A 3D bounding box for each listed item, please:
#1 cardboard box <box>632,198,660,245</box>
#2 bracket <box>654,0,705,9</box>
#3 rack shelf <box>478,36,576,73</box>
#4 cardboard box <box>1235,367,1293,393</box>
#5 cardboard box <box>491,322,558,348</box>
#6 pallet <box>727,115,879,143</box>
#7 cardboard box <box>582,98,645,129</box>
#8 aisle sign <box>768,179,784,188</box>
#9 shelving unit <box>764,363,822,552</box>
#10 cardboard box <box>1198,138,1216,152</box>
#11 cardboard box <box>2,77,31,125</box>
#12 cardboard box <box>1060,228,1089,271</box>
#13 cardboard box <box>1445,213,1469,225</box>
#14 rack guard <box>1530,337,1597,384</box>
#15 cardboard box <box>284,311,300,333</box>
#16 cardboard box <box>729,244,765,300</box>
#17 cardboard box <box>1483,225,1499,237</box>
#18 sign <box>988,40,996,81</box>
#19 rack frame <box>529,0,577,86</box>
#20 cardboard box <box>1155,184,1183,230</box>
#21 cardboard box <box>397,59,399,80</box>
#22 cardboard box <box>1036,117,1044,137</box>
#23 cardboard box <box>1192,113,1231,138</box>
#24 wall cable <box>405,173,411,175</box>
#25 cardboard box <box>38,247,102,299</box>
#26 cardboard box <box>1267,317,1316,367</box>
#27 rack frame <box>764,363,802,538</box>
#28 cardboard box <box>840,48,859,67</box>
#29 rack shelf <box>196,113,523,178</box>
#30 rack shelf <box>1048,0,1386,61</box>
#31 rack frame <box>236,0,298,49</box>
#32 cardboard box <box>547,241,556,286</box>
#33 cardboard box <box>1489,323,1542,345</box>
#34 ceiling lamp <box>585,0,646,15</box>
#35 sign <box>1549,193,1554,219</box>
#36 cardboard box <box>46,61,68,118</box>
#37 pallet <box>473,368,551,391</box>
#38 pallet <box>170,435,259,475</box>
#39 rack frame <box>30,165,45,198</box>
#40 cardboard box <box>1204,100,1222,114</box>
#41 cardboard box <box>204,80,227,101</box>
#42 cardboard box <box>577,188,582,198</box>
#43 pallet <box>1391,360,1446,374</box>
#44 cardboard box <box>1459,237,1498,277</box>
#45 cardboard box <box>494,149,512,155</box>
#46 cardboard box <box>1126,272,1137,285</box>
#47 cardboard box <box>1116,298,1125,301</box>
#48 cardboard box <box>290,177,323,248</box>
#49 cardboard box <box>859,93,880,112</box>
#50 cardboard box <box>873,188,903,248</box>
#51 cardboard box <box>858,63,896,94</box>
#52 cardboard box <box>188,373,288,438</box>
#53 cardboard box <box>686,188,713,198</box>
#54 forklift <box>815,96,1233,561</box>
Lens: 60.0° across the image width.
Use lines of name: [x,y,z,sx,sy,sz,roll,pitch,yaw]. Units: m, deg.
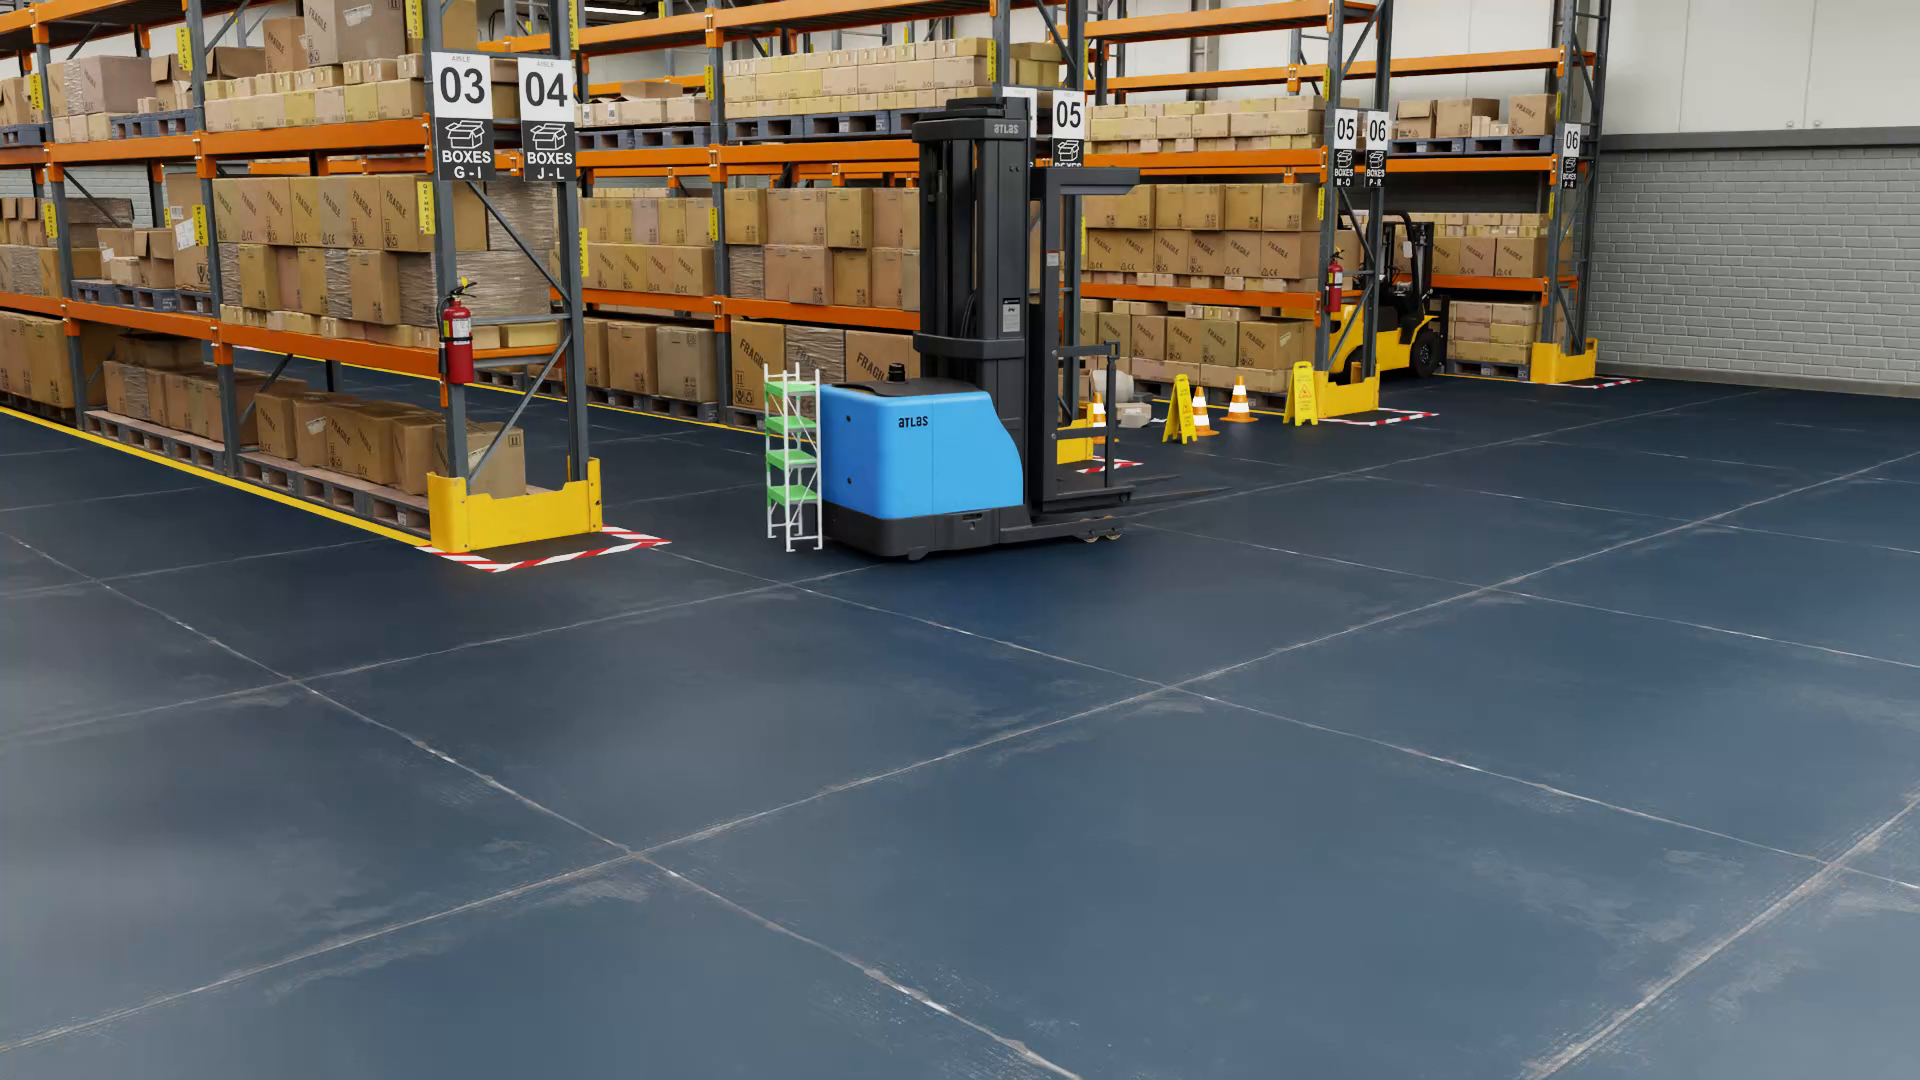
cardboard box: [-3.149,-3.492,18.201,0.700,0.500,0.500,-11,16,-42]
bracket: [-6.968,-11.520,36.107,0.076,0.066,5.218,-11,16,-43]
rack shelf: [-6.240,-5.999,21.000,1.077,0.370,4.000,-11,16,-43]
cardboard box: [3.407,-1.797,18.471,0.500,0.250,0.500,-11,16,-43]
cardboard box: [-3.015,-1.424,11.514,0.380,0.149,0.250,-11,16,-43]
pallet: [-1.539,-4.038,16.362,1.003,0.211,1.213,-11,16,-43]
cardboard box: [-3.817,-4.712,18.350,0.500,0.311,0.500,-11,16,-44]
aisle sign: [-3.545,-7.123,32.110,0.394,0.787,0.004,-11,16,-43]
shelving unit: [-1.124,-0.566,11.183,0.258,1.200,0.503,-4,12,-21]
cardboard box: [2.864,-4.404,18.541,0.250,0.149,0.380,11,16,44]
cardboard box: [-9.649,-4.557,17.373,0.500,0.500,0.500,-10,15,-40]
cardboard box: [1.517,-3.529,20.122,0.500,0.500,0.500,-11,16,-43]
cardboard box: [6.593,-4.216,21.851,0.380,0.149,0.250,-10,16,-41]
rack guard: [7.781,-2.318,21.424,1.175,0.500,0.348,-11,16,-43]
cardboard box: [-4.941,-1.681,12.760,0.380,0.149,0.250,-11,16,-43]
cardboard box: [-1.833,-2.754,16.974,0.875,0.550,0.550,-11,16,-43]
cardboard box: [6.989,-4.004,21.555,0.380,0.149,0.250,-11,16,-42]
sign: [0.264,-3.940,13.668,0.100,0.325,0.005,-11,16,-43]
rack frame: [-6.873,-8.127,28.557,1.000,3.000,0.127,-11,16,-43]
cardboard box: [2.651,-3.809,19.004,0.700,0.500,0.500,-11,16,-43]
cardboard box: [-3.503,-3.115,11.047,0.250,0.149,0.380,11,16,43]
cardboard box: [0.906,-5.104,20.648,0.500,0.250,0.500,-11,16,-44]
cardboard box: [2.920,-4.581,18.413,0.500,0.250,0.500,-10,16,-41]
wall cable: [-10.784,-6.521,33.036,0.585,1.953,0.123,-11,16,-43]
cardboard box: [-9.035,-2.727,16.965,0.500,0.500,0.500,-10,15,-41]
cardboard box: [3.803,-2.240,18.763,0.500,0.500,0.500,11,16,43]
rack frame: [-1.211,-0.611,11.406,0.240,1.200,0.015,-4,12,-21]
cardboard box: [-0.865,-4.365,15.088,0.380,0.149,0.250,-11,16,-42]
rack shelf: [-4.372,-2.881,12.312,1.077,0.370,4.000,-11,16,-43]
rack shelf: [2.795,-5.730,18.713,1.077,0.370,4.000,-11,16,-43]
rack frame: [-10.383,-7.422,25.138,1.000,3.000,0.127,-11,16,-43]
cardboard box: [-4.744,-3.262,19.565,0.500,0.500,0.500,-11,16,-42]
cardboard box: [7.202,-2.677,21.507,0.500,0.250,0.500,-11,16,-43]
ceiling lamp: [-6.820,-11.745,31.652,2.000,3.185,0.800,-11,16,-43]
sign: [7.362,-4.155,20.691,0.100,0.325,0.005,-11,16,-43]
cardboard box: [-8.377,-4.299,15.923,0.500,0.500,0.500,-11,16,-42]
pallet: [-5.397,-2.065,20.912,1.003,0.211,1.213,-11,16,-43]
pallet: [-6.292,-0.804,14.791,1.003,0.211,1.213,-11,16,-43]
rack frame: [-11.278,-3.224,19.626,1.000,3.000,0.127,-11,16,-43]
cardboard box: [2.926,-4.799,18.484,0.250,0.149,0.380,11,16,44]
cardboard box: [-5.752,-3.557,13.193,0.250,0.149,0.380,11,16,44]
cardboard box: [-6.304,-5.837,27.974,0.250,0.149,0.380,11,16,43]
pallet: [6.367,-2.464,22.847,1.003,0.211,1.213,-11,16,-43]
cardboard box: [6.883,-3.707,21.723,0.500,0.500,0.500,-10,15,-41]
cardboard box: [-5.437,-4.883,19.996,0.500,0.500,0.500,-11,16,-43]
cardboard box: [2.170,-3.084,19.570,0.380,0.149,0.250,-11,16,-43]
cardboard box: [2.660,-3.663,26.602,0.875,0.625,0.625,-10,15,-41]
cardboard box: [-4.582,-2.422,12.273,0.500,0.500,0.500,-11,16,-43]
cardboard box: [-0.685,-3.937,14.986,0.380,0.149,0.250,-11,16,-42]
cardboard box: [-0.297,-2.979,15.390,0.875,0.550,0.550,-11,16,-43]
cardboard box: [-0.565,-4.124,14.908,0.500,0.250,0.500,-11,16,-43]
cardboard box: [-6.477,-1.212,14.967,0.700,0.500,0.500,-11,16,-43]
cardboard box: [-4.141,-5.544,26.552,0.380,0.149,0.250,-11,16,-43]
forklift: [0.538,-1.502,11.436,3.031,2.935,1.130,-7,14,-31]
